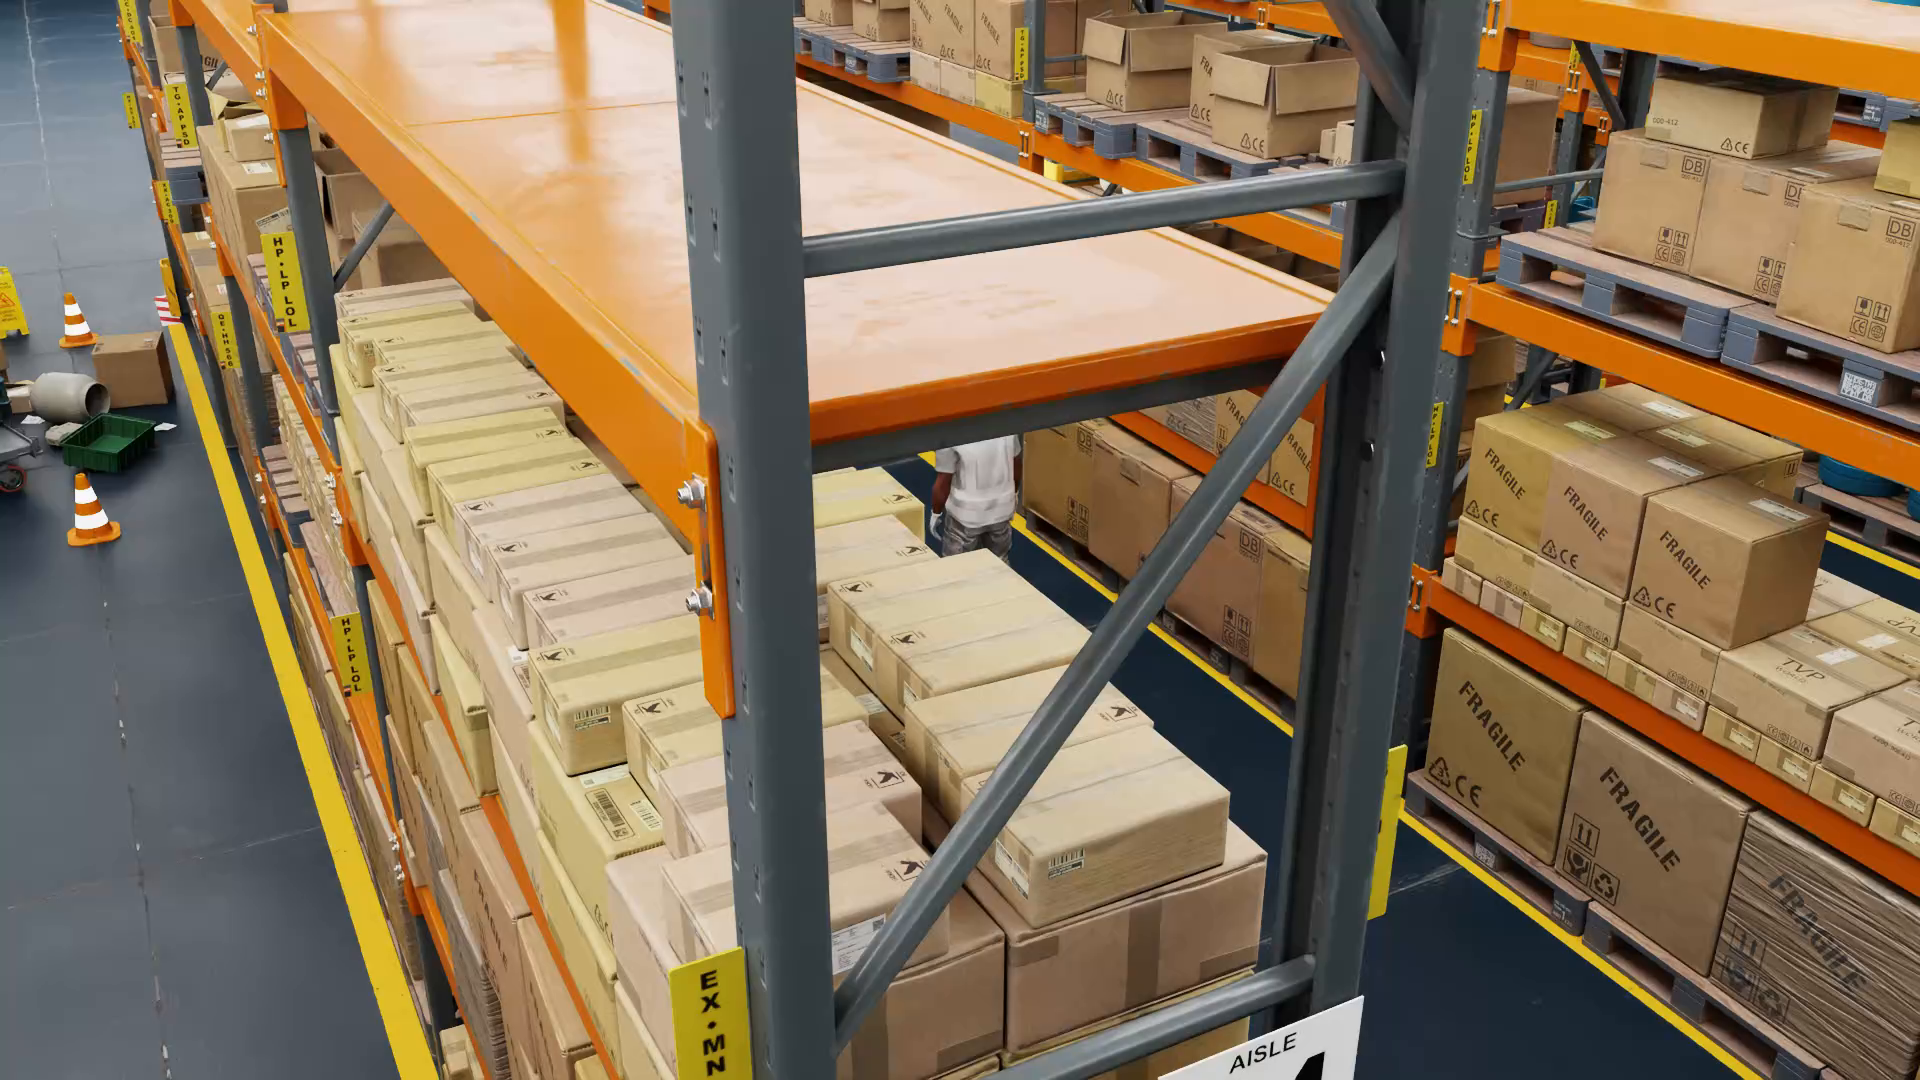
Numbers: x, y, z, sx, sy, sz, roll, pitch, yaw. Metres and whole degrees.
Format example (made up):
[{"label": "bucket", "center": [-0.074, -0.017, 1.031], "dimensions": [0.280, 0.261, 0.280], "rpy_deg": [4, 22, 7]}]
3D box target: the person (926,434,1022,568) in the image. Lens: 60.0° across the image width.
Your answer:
[{"label": "person", "center": [0.090, -0.198, 10.049], "dimensions": [0.632, 1.775, 0.444], "rpy_deg": [-13, 28, -26]}]
